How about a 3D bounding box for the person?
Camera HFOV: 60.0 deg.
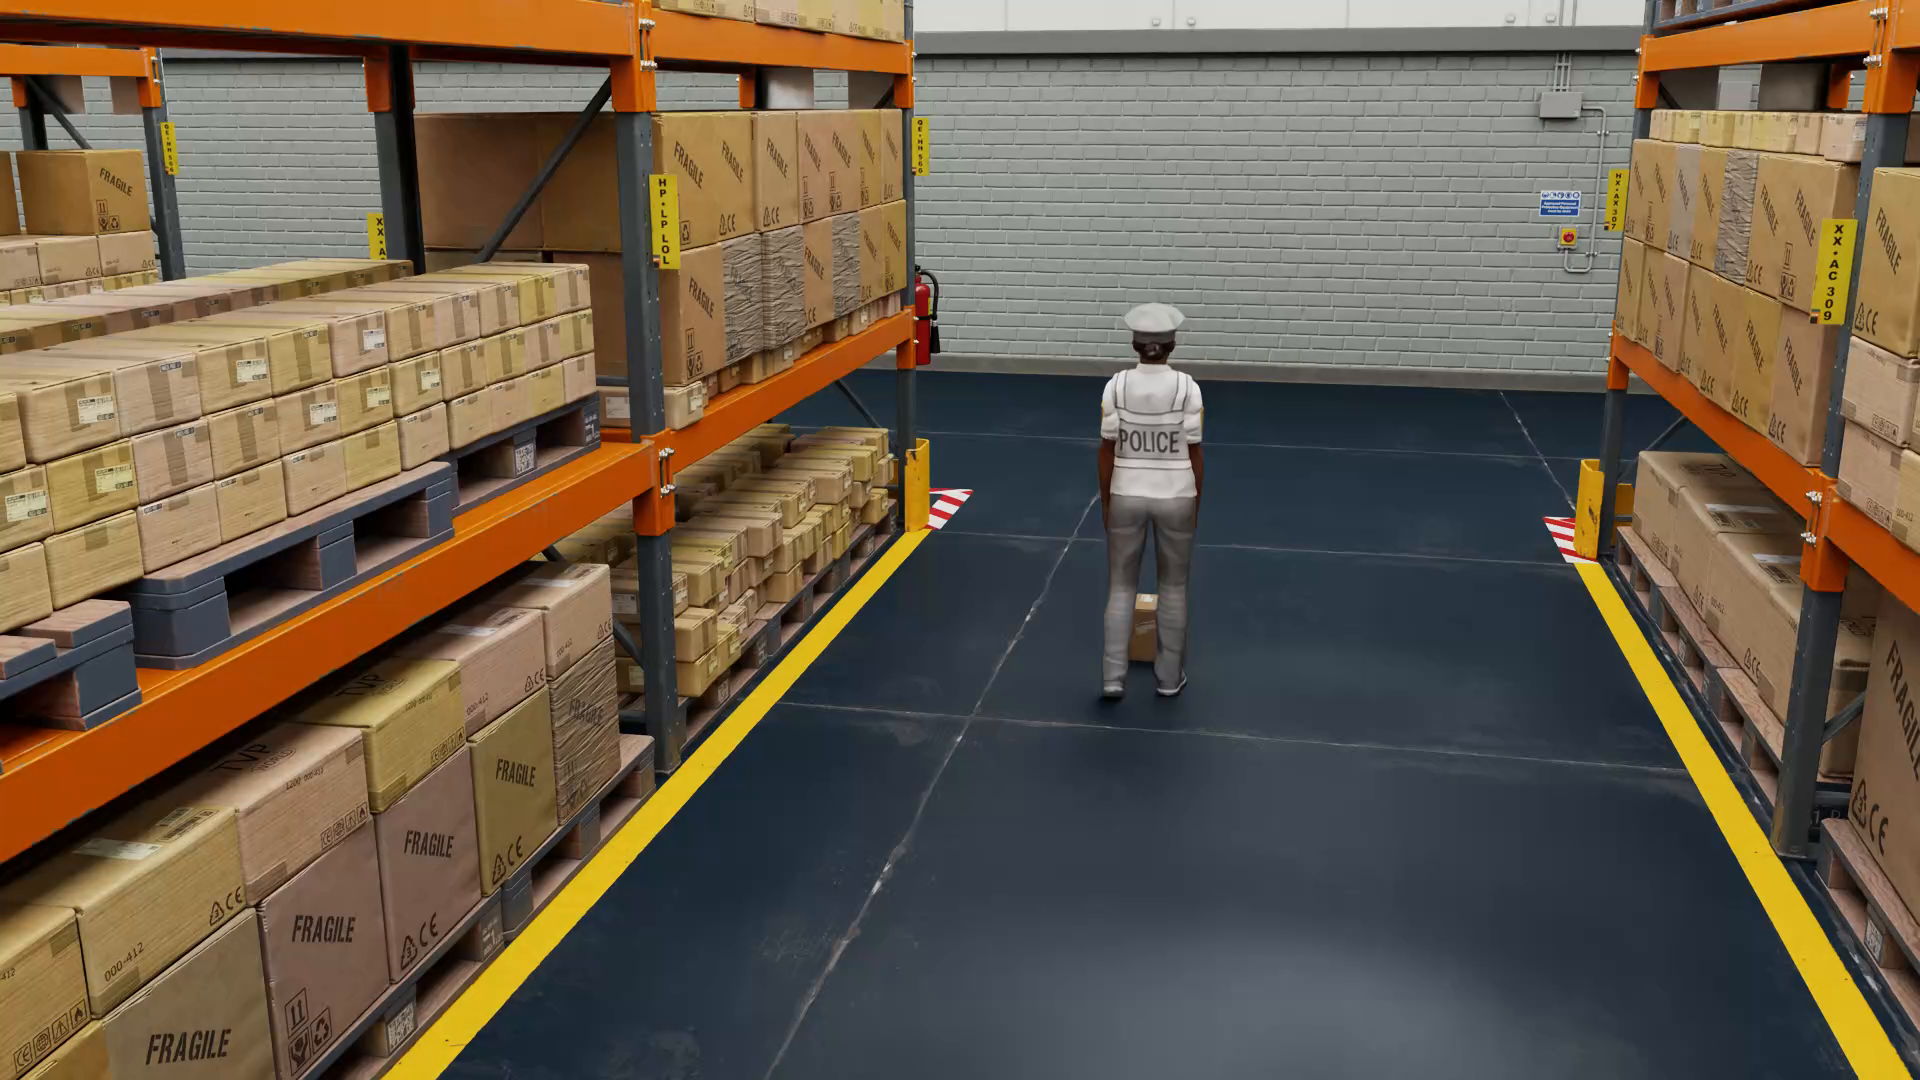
[{"bbox_3d":[0.808,-0.129,7.085,0.442,1.745,0.388,3,15,12],"label":"person"}]
